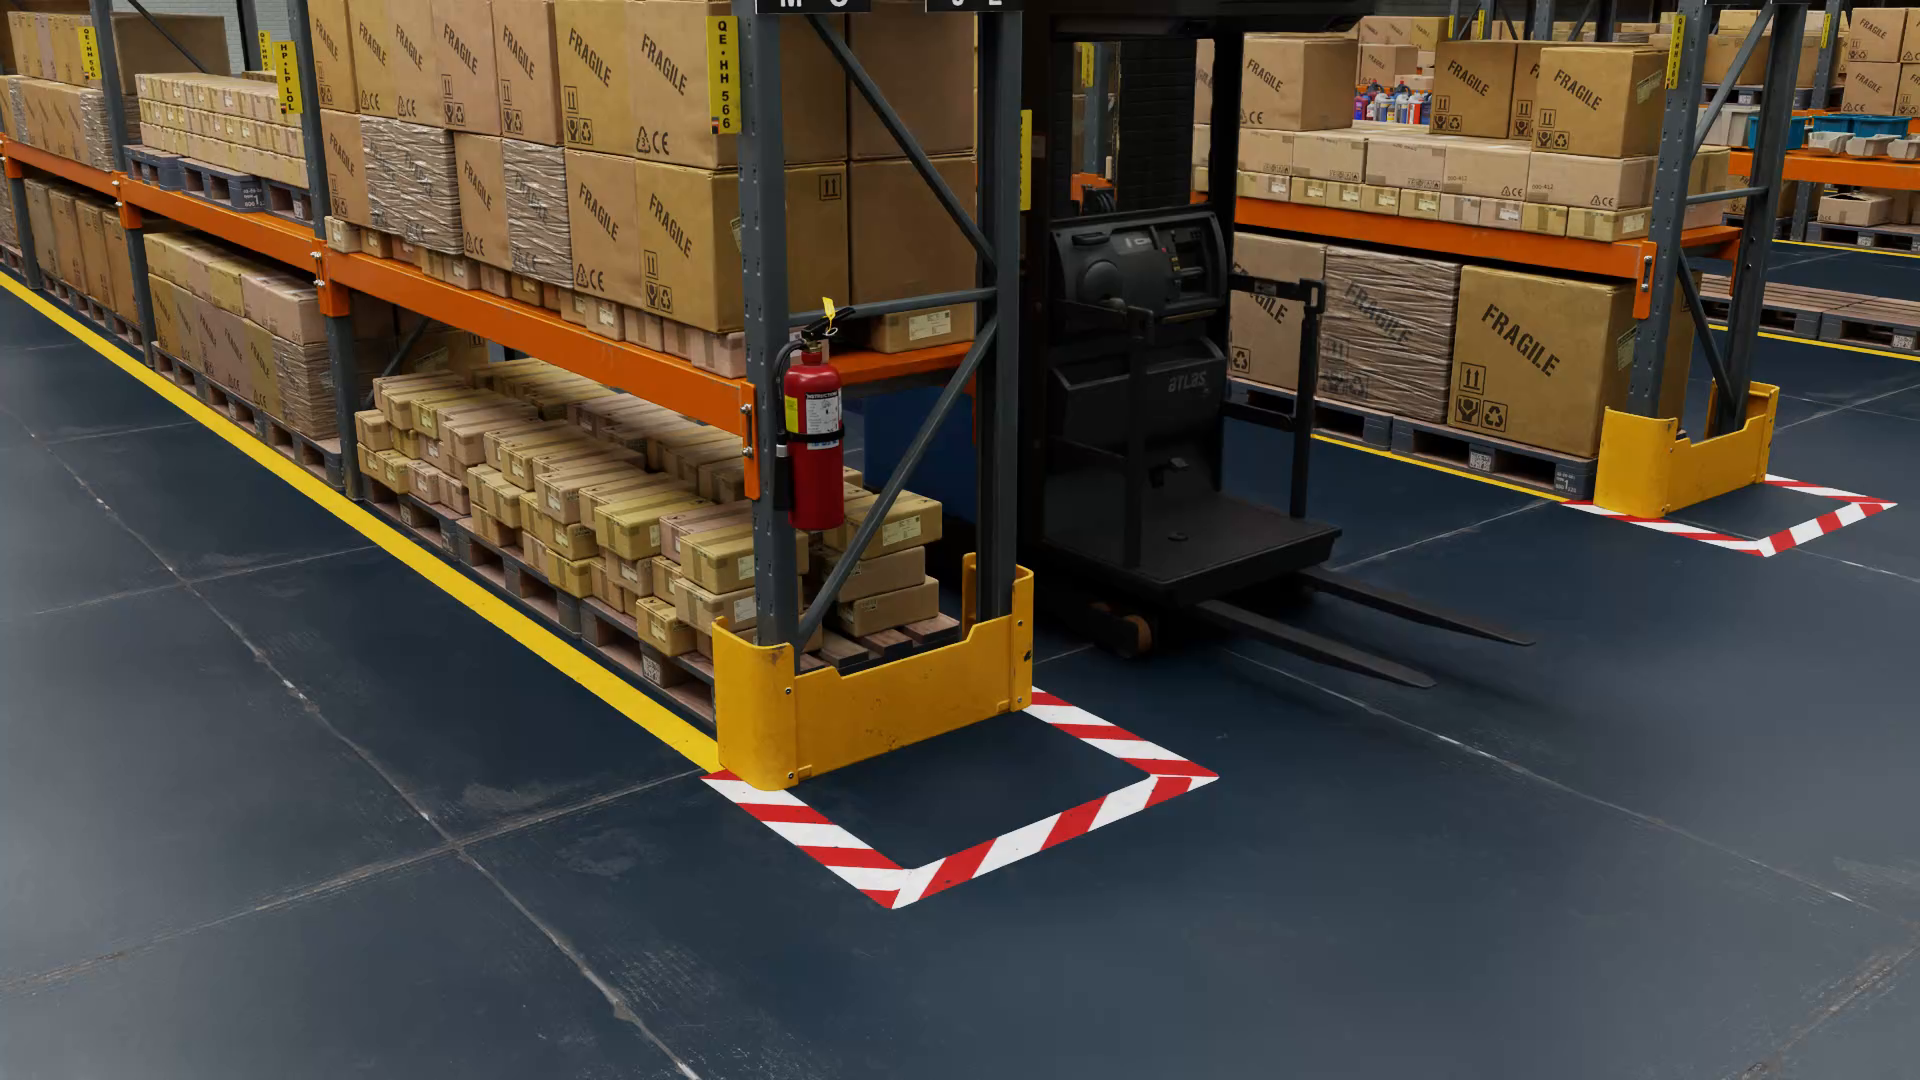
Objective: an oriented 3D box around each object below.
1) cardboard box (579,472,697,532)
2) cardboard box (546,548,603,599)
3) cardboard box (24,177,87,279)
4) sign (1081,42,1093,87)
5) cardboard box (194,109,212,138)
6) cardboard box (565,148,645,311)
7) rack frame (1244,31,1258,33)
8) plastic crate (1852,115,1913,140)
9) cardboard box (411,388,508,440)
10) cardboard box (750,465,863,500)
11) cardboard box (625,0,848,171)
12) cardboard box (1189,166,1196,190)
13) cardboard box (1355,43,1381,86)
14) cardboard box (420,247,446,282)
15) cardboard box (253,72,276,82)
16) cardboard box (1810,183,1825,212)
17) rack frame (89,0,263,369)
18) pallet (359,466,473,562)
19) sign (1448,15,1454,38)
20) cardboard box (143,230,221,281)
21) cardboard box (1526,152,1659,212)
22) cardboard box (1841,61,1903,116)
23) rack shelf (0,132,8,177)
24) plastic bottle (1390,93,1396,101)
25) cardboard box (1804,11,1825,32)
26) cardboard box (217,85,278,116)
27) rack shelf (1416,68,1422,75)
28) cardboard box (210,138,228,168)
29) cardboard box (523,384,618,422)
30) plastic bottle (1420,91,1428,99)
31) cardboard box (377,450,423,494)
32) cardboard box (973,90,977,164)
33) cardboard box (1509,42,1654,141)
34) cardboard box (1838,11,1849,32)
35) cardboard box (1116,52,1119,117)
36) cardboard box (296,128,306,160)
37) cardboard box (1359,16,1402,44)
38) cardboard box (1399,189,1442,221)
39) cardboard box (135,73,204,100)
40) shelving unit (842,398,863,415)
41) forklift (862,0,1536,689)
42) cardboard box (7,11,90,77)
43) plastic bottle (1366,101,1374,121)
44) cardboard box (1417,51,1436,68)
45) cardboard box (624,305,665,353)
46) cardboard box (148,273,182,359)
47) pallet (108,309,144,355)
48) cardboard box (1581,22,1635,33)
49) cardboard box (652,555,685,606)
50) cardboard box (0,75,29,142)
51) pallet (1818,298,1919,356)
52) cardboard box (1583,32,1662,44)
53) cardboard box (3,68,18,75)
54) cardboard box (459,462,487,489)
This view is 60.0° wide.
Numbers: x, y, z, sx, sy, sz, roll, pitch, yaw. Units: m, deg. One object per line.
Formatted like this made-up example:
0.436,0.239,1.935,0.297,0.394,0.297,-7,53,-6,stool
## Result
-1.239,-0.135,6.418,0.380,0.149,0.250,-15,24,-38,cardboard box
-1.426,0.094,6.675,0.380,0.149,0.250,-15,24,-38,cardboard box
-7.224,-2.690,14.125,1.050,0.750,0.750,-14,23,-36,cardboard box
0.819,-3.070,10.645,0.100,0.325,0.005,-14,23,-36,sign
-4.253,-2.454,9.761,0.380,0.149,0.250,-14,23,-37,cardboard box
-1.026,-1.114,5.823,0.500,0.500,0.500,-14,23,-37,cardboard box
2.637,-4.618,17.037,1.000,3.000,0.127,-14,23,-36,rack frame
6.891,-3.045,12.458,0.416,0.233,0.300,-14,23,-36,plastic crate
-2.341,-0.594,7.804,0.380,0.149,0.250,-14,23,-37,cardboard box
-0.610,-0.192,6.592,0.380,0.149,0.250,-14,23,-36,cardboard box
-0.709,-1.465,5.291,0.500,0.500,0.500,-15,23,-37,cardboard box
1.488,-2.279,10.373,0.380,0.149,0.250,-13,22,-34,cardboard box
5.141,-6.171,21.569,0.500,0.500,0.500,-14,23,-36,cardboard box
-2.099,-1.222,7.181,0.380,0.149,0.250,-13,23,-35,cardboard box
-4.379,-2.977,10.867,0.380,0.149,0.250,-14,23,-37,cardboard box
8.896,-3.787,17.805,0.500,0.500,0.500,-15,24,-39,cardboard box
-5.197,-2.708,11.270,1.000,3.000,0.127,-14,23,-36,rack frame
-2.268,-0.240,8.252,1.003,0.211,1.213,-14,23,-36,pallet
7.499,-7.840,25.392,0.100,0.325,0.005,-14,23,-36,sign
-4.958,-1.860,10.823,0.500,0.250,0.500,-15,24,-39,cardboard box
3.212,-1.818,8.346,0.500,0.250,0.500,-14,23,-37,cardboard box
9.109,-4.467,16.422,0.500,0.500,0.500,-13,22,-35,cardboard box
-8.922,-3.845,15.848,1.077,0.370,4.000,-14,23,-36,rack shelf
3.941,-3.939,15.191,0.097,0.271,0.097,0,18,0,plastic bottle
11.131,-6.689,21.434,0.500,0.250,0.500,-14,23,-36,cardboard box
-3.924,-2.467,9.327,0.380,0.149,0.250,-15,24,-39,cardboard box
6.678,-7.689,27.455,1.077,0.370,4.000,-14,23,-36,rack shelf
-4.092,-2.248,9.611,0.380,0.149,0.250,-15,23,-38,cardboard box
-1.838,-0.620,7.883,0.380,0.149,0.250,-13,22,-34,cardboard box
4.362,-4.079,15.614,0.097,0.271,0.097,0,18,0,plastic bottle
-2.574,-0.351,8.017,0.380,0.149,0.250,-13,22,-35,cardboard box
0.432,-2.898,11.685,0.500,0.500,0.500,-13,22,-34,cardboard box
3.325,-2.400,8.912,0.500,0.500,0.500,-15,23,-37,cardboard box
11.452,-6.564,21.058,0.500,0.250,0.500,-15,23,-37,cardboard box
1.335,-2.924,10.493,0.500,0.500,0.500,-14,23,-36,cardboard box
-3.115,-2.003,8.399,0.380,0.149,0.250,-13,22,-34,cardboard box
6.765,-8.136,26.674,0.500,0.500,0.500,-15,23,-38,cardboard box
2.607,-1.836,9.034,0.380,0.149,0.250,-15,23,-37,cardboard box
-5.059,-2.918,10.688,0.380,0.149,0.250,-14,23,-36,cardboard box
-0.517,-0.902,8.201,0.538,1.500,1.048,-15,23,-37,shelving unit
0.871,-1.110,6.553,1.130,2.935,3.031,-15,23,-37,forklift
-7.367,-4.095,13.707,0.700,0.500,0.500,-14,23,-37,cardboard box
3.761,-3.900,15.185,0.097,0.201,0.097,0,18,0,plastic bottle
7.388,-7.533,26.047,0.500,0.250,0.500,-14,23,-36,cardboard box
-0.946,-0.770,5.817,0.380,0.149,0.250,-14,23,-37,cardboard box
-4.957,-1.497,10.920,0.500,0.500,0.500,-15,24,-38,cardboard box
-5.627,-1.593,12.339,1.003,0.211,1.213,-14,23,-36,pallet
9.312,-7.225,24.050,0.700,0.500,0.500,-14,23,-36,cardboard box
-0.901,0.127,6.102,0.380,0.149,0.250,-15,23,-37,cardboard box
-7.565,-3.559,13.680,0.500,0.500,0.500,-14,23,-36,cardboard box
7.122,-1.534,12.159,1.003,0.211,1.213,-14,23,-36,pallet
7.420,-5.435,18.677,0.700,0.500,0.500,-9,20,-26,cardboard box
-7.919,-3.854,14.490,0.875,0.550,0.550,-14,23,-36,cardboard box
-2.014,-0.321,7.453,0.380,0.149,0.250,-13,22,-34,cardboard box
